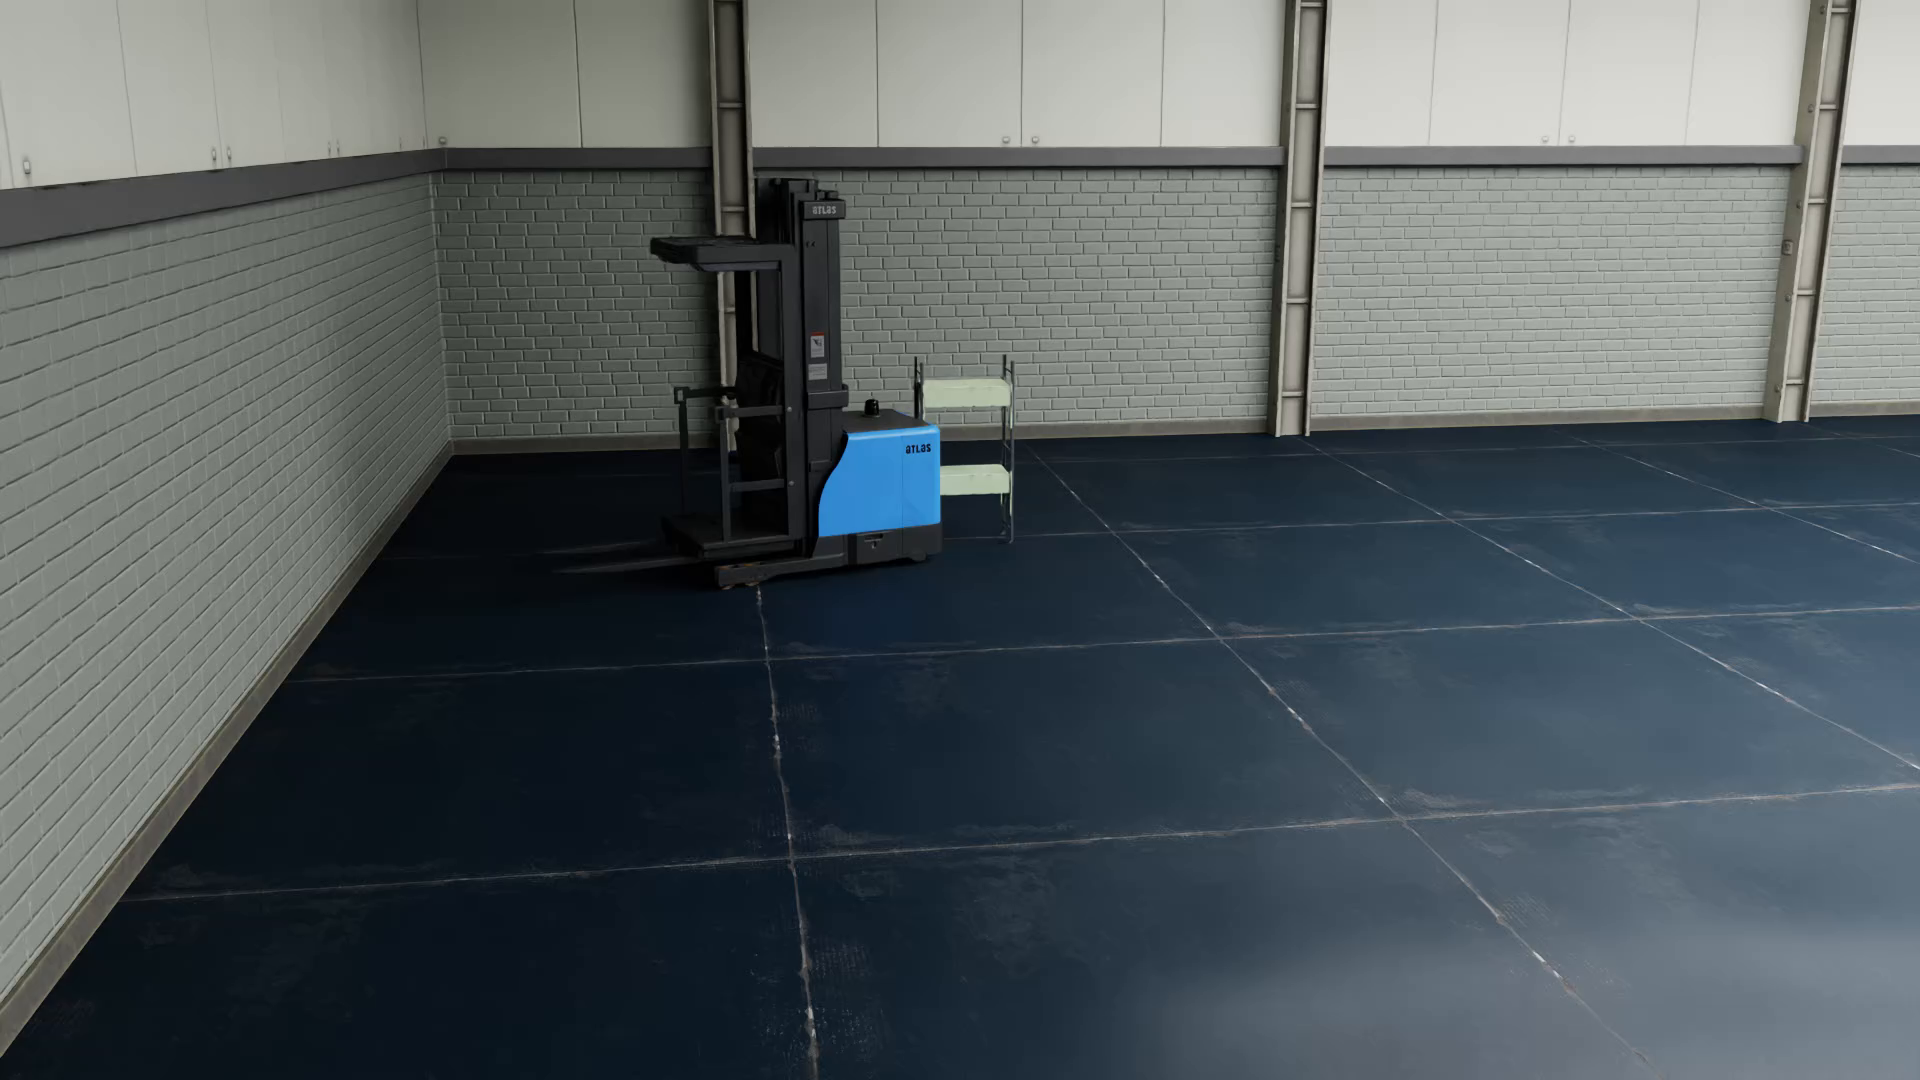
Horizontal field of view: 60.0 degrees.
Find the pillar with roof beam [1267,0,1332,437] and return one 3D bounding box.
[{"bbox_3d":[4.273,-4.507,13.193,0.400,9.000,9.100,-2,14,-8],"label":"pillar with roof beam"}]

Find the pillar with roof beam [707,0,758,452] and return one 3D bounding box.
[{"bbox_3d":[-1.661,-4.289,12.326,0.400,9.000,9.100,-2,14,-8],"label":"pillar with roof beam"}]

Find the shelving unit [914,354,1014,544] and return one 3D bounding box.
[{"bbox_3d":[0.030,-0.733,13.560,0.755,1.500,0.431,-2,14,-9],"label":"shelving unit"}]

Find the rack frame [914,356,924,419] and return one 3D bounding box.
[{"bbox_3d":[-0.331,-0.718,13.503,0.023,1.500,0.400,-2,14,-9],"label":"rack frame"}]

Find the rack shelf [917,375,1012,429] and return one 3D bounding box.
[{"bbox_3d":[0.030,-1.111,13.465,0.720,0.370,0.431,-2,14,-9],"label":"rack shelf"}]

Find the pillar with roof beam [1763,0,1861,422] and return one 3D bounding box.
[{"bbox_3d":[10.206,-4.724,14.060,0.400,9.000,9.100,-2,14,-8],"label":"pillar with roof beam"}]

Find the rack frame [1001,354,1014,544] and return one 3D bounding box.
[{"bbox_3d":[0.391,-0.747,13.616,0.023,1.500,0.400,-2,14,-9],"label":"rack frame"}]

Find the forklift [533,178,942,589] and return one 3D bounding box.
[{"bbox_3d":[-1.695,-1.205,12.503,3.031,2.935,1.130,-7,16,-25],"label":"forklift"}]

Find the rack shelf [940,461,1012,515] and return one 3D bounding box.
[{"bbox_3d":[0.030,-0.416,13.639,0.720,0.370,0.431,-2,14,-9],"label":"rack shelf"}]
